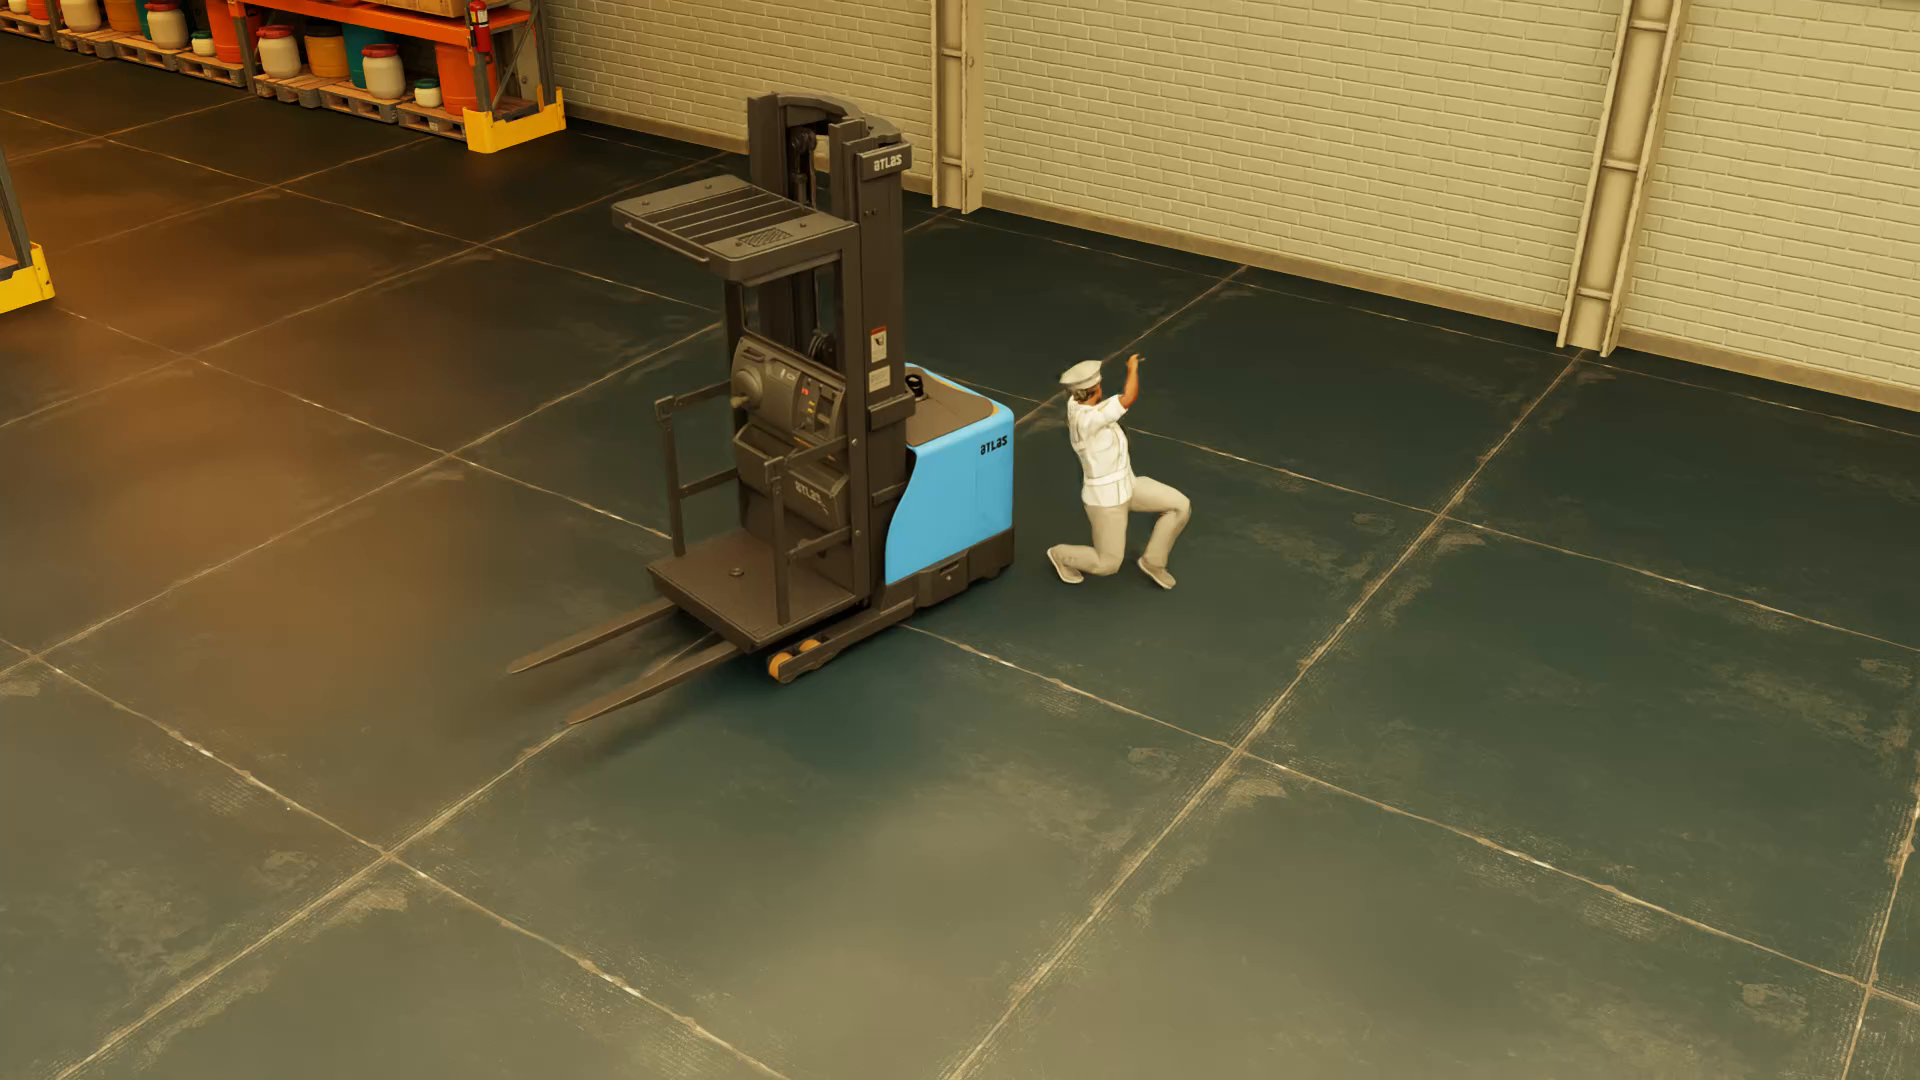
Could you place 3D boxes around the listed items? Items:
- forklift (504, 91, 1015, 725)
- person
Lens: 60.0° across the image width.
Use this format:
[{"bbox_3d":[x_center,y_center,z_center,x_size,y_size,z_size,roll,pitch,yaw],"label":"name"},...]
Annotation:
[{"bbox_3d":[-1.094,-0.776,8.917,3.031,2.935,1.130,-25,38,-36],"label":"forklift"},{"bbox_3d":[1.002,-0.467,9.912,0.841,1.440,1.003,9,31,15],"label":"person"}]
